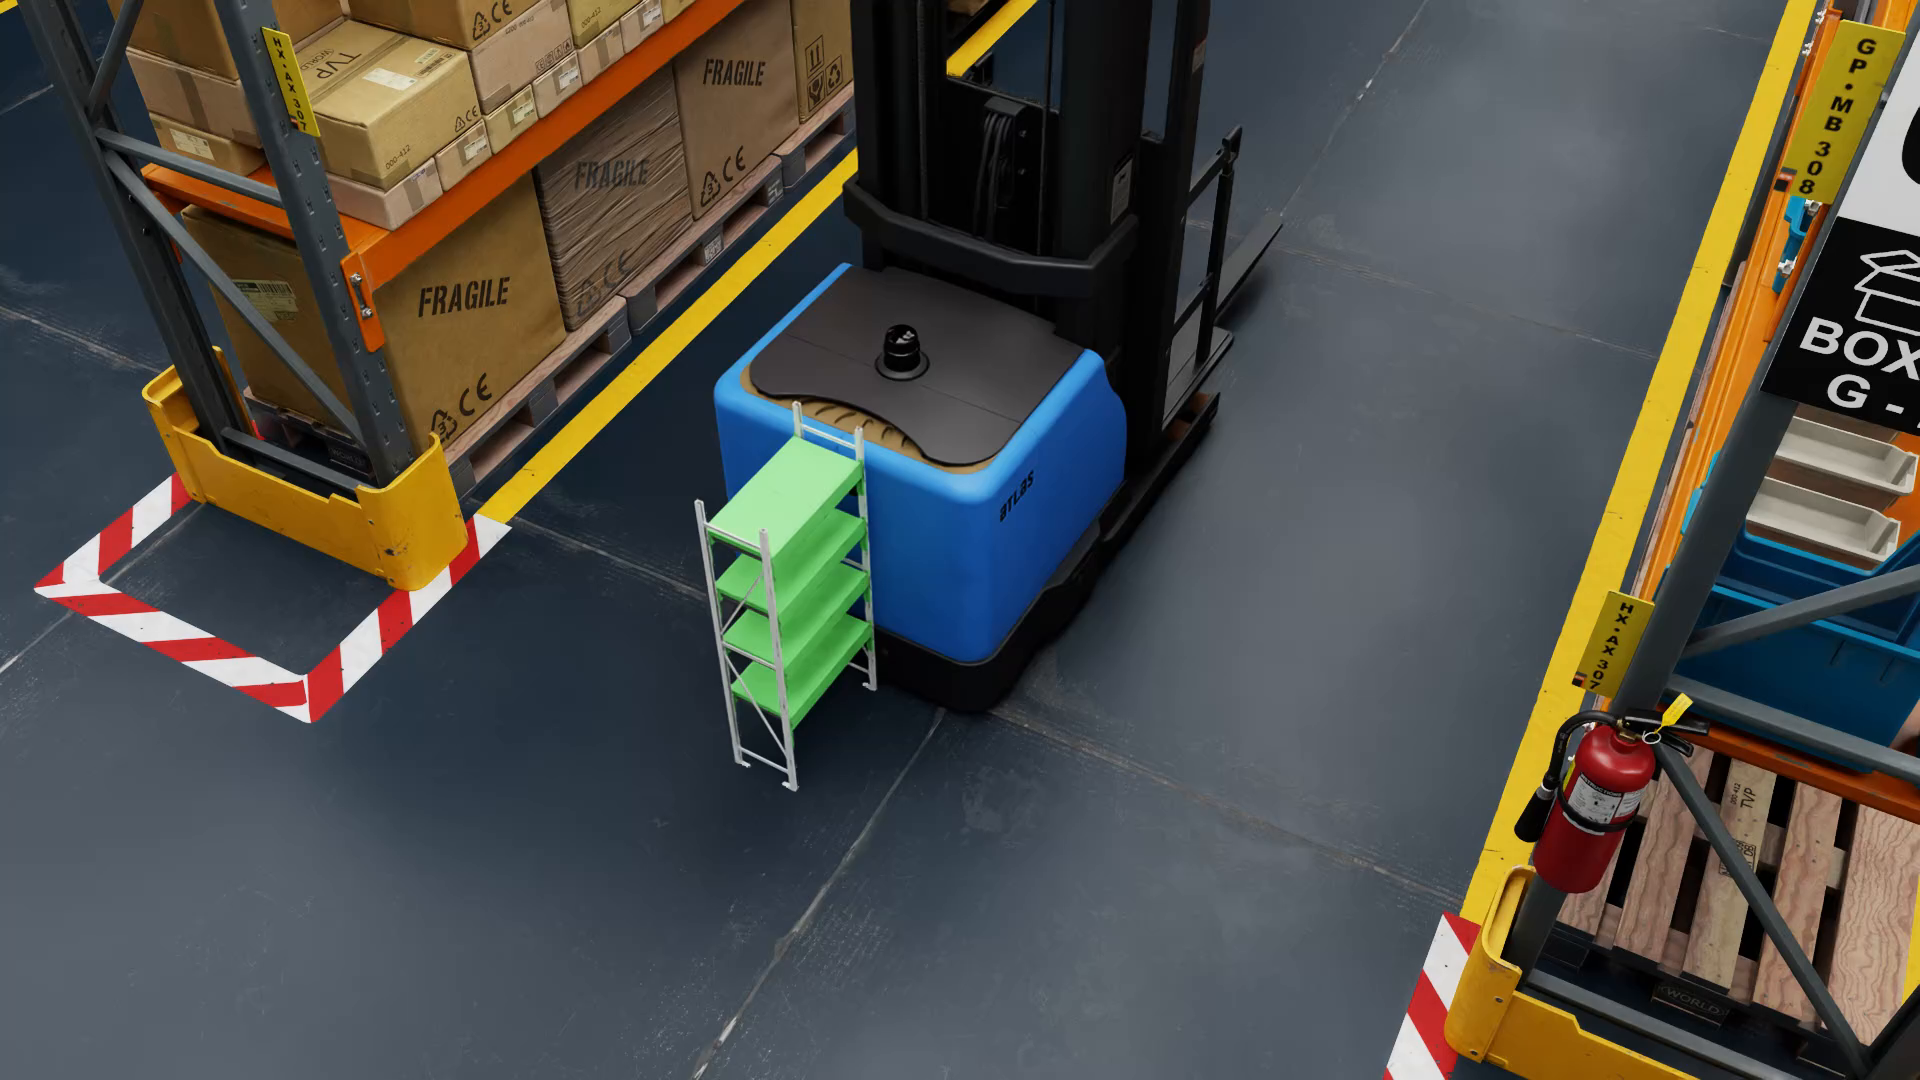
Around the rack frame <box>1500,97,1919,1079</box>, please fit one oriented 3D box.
[{"bbox_3d":[1.980,0.470,3.677,1.000,3.000,0.127,20,49,19],"label":"rack frame"}]

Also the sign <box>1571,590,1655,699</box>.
[{"bbox_3d":[1.485,0.241,3.788,0.100,0.325,0.005,20,49,19],"label":"sign"}]

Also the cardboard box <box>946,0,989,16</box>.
[{"bbox_3d":[-0.271,-3.496,8.795,1.225,0.875,0.875,21,49,19],"label":"cardboard box"}]

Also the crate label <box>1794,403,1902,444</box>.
[{"bbox_3d":[2.453,-0.394,4.673,0.396,0.136,0.243,20,49,19],"label":"crate label"}]

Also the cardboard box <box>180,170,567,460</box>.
[{"bbox_3d":[-2.181,-0.996,6.324,0.875,0.875,0.875,20,49,19],"label":"cardboard box"}]

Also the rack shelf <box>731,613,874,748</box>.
[{"bbox_3d":[-0.516,0.418,5.420,0.258,0.148,0.480,22,49,21],"label":"rack shelf"}]

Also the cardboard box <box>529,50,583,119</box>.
[{"bbox_3d":[-1.594,-1.680,5.978,0.380,0.149,0.250,20,49,18],"label":"cardboard box"}]

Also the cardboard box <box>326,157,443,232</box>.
[{"bbox_3d":[-1.950,-1.192,5.496,0.380,0.149,0.250,21,49,19],"label":"cardboard box"}]

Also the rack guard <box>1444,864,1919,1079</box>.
[{"bbox_3d":[1.980,1.368,4.547,1.175,0.500,0.348,20,49,19],"label":"rack guard"}]

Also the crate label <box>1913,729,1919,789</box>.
[{"bbox_3d":[2.386,0.461,3.761,0.416,0.233,0.303,20,49,19],"label":"crate label"}]

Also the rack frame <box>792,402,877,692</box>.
[{"bbox_3d":[-0.393,0.055,5.353,0.240,1.200,0.015,22,49,21],"label":"rack frame"}]

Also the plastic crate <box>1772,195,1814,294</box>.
[{"bbox_3d":[2.706,-0.871,5.077,0.416,0.233,0.300,20,49,19],"label":"plastic crate"}]

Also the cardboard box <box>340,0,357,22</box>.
[{"bbox_3d":[-2.181,-1.930,5.944,0.500,0.250,0.500,20,49,18],"label":"cardboard box"}]

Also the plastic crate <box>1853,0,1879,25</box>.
[{"bbox_3d":[3.200,-1.614,5.649,0.402,0.464,0.583,20,49,19],"label":"plastic crate"}]

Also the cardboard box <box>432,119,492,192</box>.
[{"bbox_3d":[-1.832,-1.354,5.656,0.380,0.149,0.250,20,49,18],"label":"cardboard box"}]

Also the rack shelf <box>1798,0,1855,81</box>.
[{"bbox_3d":[4.765,-3.057,7.668,1.077,0.370,4.000,20,49,19],"label":"rack shelf"}]

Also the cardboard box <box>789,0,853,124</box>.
[{"bbox_3d":[-0.928,-2.697,8.005,0.875,0.875,0.875,20,49,19],"label":"cardboard box"}]

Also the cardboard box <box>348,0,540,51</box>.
[{"bbox_3d":[-1.713,-2.009,5.496,0.500,0.500,0.500,19,48,18],"label":"cardboard box"}]

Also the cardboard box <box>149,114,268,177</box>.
[{"bbox_3d":[-2.534,-1.410,5.712,0.380,0.149,0.250,21,49,20],"label":"cardboard box"}]

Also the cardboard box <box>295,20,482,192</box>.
[{"bbox_3d":[-1.945,-1.431,5.451,0.500,0.250,0.500,19,48,18],"label":"cardboard box"}]

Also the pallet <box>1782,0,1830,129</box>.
[{"bbox_3d":[4.797,-2.314,8.388,1.003,0.211,1.213,20,49,19],"label":"pallet"}]

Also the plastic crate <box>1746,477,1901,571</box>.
[{"bbox_3d":[2.198,-0.032,4.316,0.396,0.136,0.243,20,49,19],"label":"plastic crate"}]

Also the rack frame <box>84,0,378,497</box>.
[{"bbox_3d":[-2.410,-1.167,5.294,0.949,2.616,0.053,20,49,19],"label":"rack frame"}]

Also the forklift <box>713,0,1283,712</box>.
[{"bbox_3d":[0.379,-1.493,5.665,1.130,2.935,3.031,22,49,21],"label":"forklift"}]

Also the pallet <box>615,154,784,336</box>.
[{"bbox_3d":[-1.538,-1.481,7.565,1.003,0.211,1.213,20,49,19],"label":"pallet"}]

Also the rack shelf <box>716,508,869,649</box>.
[{"bbox_3d":[-0.516,0.081,5.079,0.258,0.148,0.480,22,49,21],"label":"rack shelf"}]

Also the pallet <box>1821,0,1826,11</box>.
[{"bbox_3d":[5.364,-3.079,9.145,1.003,0.211,1.213,20,49,19],"label":"pallet"}]

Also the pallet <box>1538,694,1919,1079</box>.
[{"bbox_3d":[2.397,0.943,5.169,1.003,0.211,1.213,20,49,19],"label":"pallet"}]

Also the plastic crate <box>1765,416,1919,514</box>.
[{"bbox_3d":[2.345,-0.210,4.492,0.396,0.136,0.243,20,49,19],"label":"plastic crate"}]

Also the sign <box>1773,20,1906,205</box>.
[{"bbox_3d":[1.485,-0.719,2.817,0.100,0.325,0.005,20,49,19],"label":"sign"}]

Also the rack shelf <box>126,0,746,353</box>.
[{"bbox_3d":[-1.479,-2.173,6.794,1.077,0.370,4.000,20,49,19],"label":"rack shelf"}]

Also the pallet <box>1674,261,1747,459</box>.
[{"bbox_3d":[3.530,-0.594,6.689,1.003,0.211,1.213,20,49,19],"label":"pallet"}]

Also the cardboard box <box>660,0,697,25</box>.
[{"bbox_3d":[-1.237,-2.161,6.454,0.380,0.149,0.250,19,48,18],"label":"cardboard box"}]

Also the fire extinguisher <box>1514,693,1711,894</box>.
[{"bbox_3d":[1.507,0.573,3.891,0.296,0.674,0.183,20,49,19],"label":"fire extinguisher"}]

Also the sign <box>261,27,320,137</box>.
[{"bbox_3d":[-1.919,-1.311,4.772,0.100,0.325,0.005,20,49,19],"label":"sign"}]

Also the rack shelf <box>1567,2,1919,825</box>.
[{"bbox_3d":[2.908,-0.537,5.178,1.077,0.370,4.000,20,49,19],"label":"rack shelf"}]

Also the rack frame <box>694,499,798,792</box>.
[{"bbox_3d":[-0.639,0.354,5.056,0.240,1.200,0.015,22,49,21],"label":"rack frame"}]

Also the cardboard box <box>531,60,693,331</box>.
[{"bbox_3d":[-1.759,-1.569,6.891,0.875,0.875,0.875,20,49,19],"label":"cardboard box"}]

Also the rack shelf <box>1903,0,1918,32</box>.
[{"bbox_3d":[2.908,-1.660,4.041,0.919,0.124,3.809,20,49,19],"label":"rack shelf"}]

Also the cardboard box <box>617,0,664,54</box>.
[{"bbox_3d":[-1.355,-2.003,6.297,0.380,0.149,0.250,20,49,19],"label":"cardboard box"}]

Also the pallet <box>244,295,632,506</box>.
[{"bbox_3d":[-2.105,-0.715,6.808,1.003,0.211,1.213,20,49,19],"label":"pallet"}]

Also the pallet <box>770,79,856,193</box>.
[{"bbox_3d":[-0.973,-2.252,8.327,1.003,0.211,1.213,20,49,19],"label":"pallet"}]

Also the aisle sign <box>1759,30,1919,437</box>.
[{"bbox_3d":[1.687,-0.495,2.803,0.394,0.787,0.004,20,49,19],"label":"aisle sign"}]

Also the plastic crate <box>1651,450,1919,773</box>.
[{"bbox_3d":[1.970,0.164,3.912,0.616,0.435,0.499,20,49,19],"label":"plastic crate"}]

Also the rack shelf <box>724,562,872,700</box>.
[{"bbox_3d":[-0.516,0.249,5.250,0.258,0.148,0.480,22,49,21],"label":"rack shelf"}]

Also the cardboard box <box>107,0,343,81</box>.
[{"bbox_3d":[-2.414,-1.875,5.363,0.500,0.500,0.500,21,49,20],"label":"cardboard box"}]

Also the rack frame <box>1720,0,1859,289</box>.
[{"bbox_3d":[3.836,-2.050,6.167,1.000,3.000,0.127,20,49,19],"label":"rack frame"}]

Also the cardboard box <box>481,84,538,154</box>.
[{"bbox_3d":[-1.714,-1.515,5.815,0.380,0.149,0.250,19,48,18],"label":"cardboard box"}]

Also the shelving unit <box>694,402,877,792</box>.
[{"bbox_3d":[-0.516,0.205,5.204,0.258,1.200,0.503,22,49,21],"label":"shelving unit"}]

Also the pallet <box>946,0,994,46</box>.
[{"bbox_3d":[-0.259,-3.216,9.280,1.003,0.211,1.213,20,49,19],"label":"pallet"}]

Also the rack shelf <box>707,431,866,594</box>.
[{"bbox_3d":[-0.516,-0.088,4.908,0.258,0.148,0.480,22,49,21],"label":"rack shelf"}]
